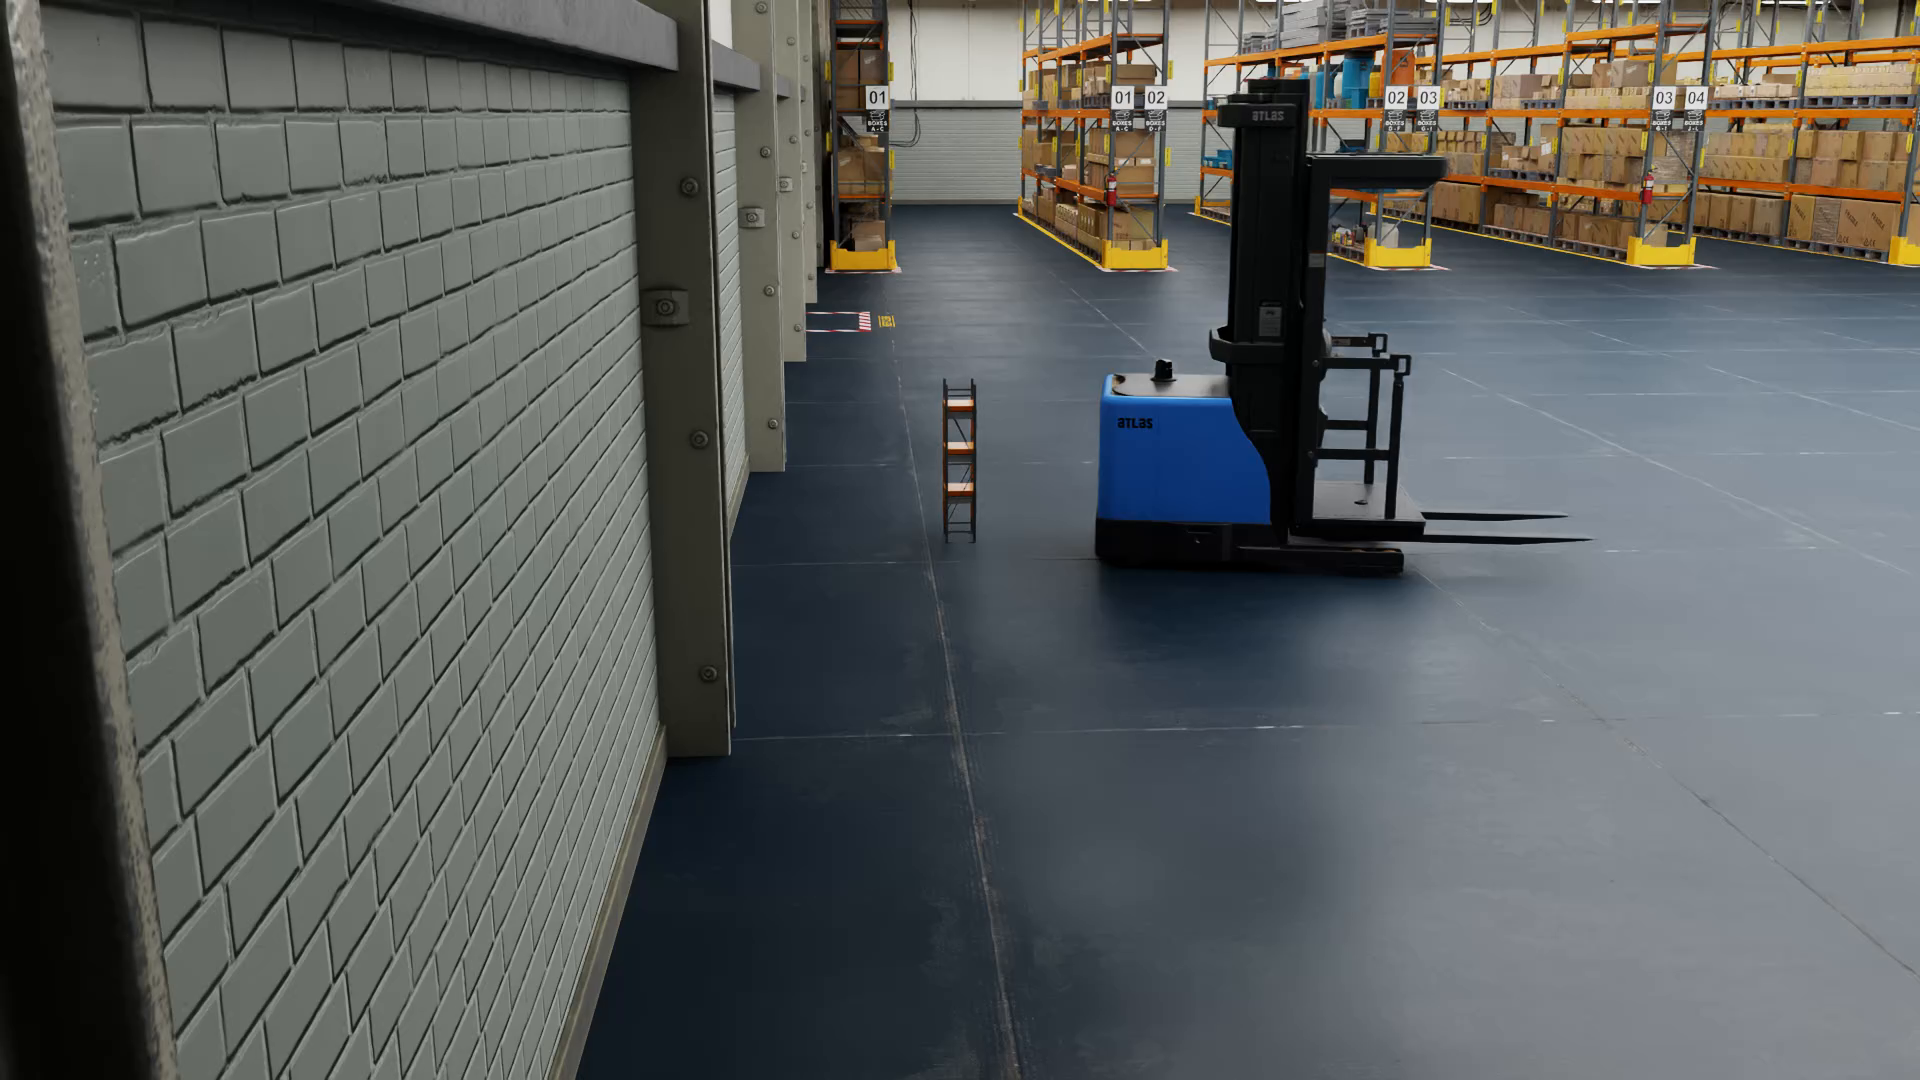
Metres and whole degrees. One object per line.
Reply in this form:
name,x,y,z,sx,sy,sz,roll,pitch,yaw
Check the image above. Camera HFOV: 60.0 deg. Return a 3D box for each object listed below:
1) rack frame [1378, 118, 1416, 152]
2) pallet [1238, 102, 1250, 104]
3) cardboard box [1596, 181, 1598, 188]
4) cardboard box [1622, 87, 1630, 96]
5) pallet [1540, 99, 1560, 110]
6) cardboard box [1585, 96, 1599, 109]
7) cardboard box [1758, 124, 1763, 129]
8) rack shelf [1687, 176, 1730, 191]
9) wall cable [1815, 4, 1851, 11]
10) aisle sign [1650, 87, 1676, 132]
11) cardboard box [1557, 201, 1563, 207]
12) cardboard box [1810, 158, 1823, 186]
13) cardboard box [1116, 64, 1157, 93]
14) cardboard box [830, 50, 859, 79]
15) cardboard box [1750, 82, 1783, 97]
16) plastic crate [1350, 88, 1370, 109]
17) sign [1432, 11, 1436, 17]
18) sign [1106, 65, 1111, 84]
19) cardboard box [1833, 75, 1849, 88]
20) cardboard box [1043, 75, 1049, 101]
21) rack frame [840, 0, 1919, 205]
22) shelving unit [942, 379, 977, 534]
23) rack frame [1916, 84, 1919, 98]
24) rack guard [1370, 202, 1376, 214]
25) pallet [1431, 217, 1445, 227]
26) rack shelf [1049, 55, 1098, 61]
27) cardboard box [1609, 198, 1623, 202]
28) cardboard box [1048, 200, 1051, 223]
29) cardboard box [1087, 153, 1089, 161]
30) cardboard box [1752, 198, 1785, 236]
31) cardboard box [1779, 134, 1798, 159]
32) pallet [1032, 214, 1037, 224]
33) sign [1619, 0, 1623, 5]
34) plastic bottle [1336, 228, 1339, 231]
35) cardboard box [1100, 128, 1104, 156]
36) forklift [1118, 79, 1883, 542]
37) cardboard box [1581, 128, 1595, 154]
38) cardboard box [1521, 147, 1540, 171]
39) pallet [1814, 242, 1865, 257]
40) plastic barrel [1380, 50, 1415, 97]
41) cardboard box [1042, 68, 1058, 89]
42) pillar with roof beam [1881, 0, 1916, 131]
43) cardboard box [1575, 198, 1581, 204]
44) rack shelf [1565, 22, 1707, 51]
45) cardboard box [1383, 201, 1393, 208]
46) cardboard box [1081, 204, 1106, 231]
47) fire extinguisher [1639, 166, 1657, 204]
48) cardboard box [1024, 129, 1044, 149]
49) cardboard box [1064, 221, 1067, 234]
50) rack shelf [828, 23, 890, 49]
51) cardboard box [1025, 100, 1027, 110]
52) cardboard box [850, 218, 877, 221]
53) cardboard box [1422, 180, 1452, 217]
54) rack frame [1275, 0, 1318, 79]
rack frame,12.078,-10.566,46.072,1.000,3.000,0.127,-1,14,-3
pallet,7.529,-10.663,40.807,1.213,0.211,1.003,-1,14,-3
cardboard box,12.702,-6.968,32.591,0.380,0.149,0.250,-1,14,-3
cardboard box,12.676,-8.419,31.209,0.380,0.149,0.250,-1,14,-3
pallet,12.890,-9.099,34.726,1.213,0.211,1.003,-1,14,-3
cardboard box,12.652,-8.591,32.676,0.500,0.250,0.500,-1,15,-6
cardboard box,21.780,-11.150,44.834,0.380,0.149,0.250,-1,14,-3
rack shelf,17.407,-8.777,40.562,1.077,0.370,4.000,-1,14,-3
wall cable,27.851,-17.819,51.060,2.988,3.039,0.133,-1,14,-3
aisle sign,12.774,-7.826,30.205,0.394,0.787,0.004,-1,14,-3
cardboard box,16.748,-9.305,46.050,0.380,0.149,0.250,-1,14,-2
cardboard box,17.870,-7.478,33.768,0.875,0.550,0.550,-1,14,-3
cardboard box,3.151,-8.352,30.115,0.797,0.503,0.637,0,14,0
cardboard box,-2.050,-8.456,29.603,0.500,0.500,0.500,0,14,-1
cardboard box,17.450,-9.727,35.927,0.500,0.311,0.500,-1,14,-5
plastic crate,7.707,-8.425,31.763,0.392,0.384,0.575,-1,14,-3
sign,11.771,-13.003,41.313,0.100,0.325,0.005,-1,14,-3
sign,2.640,-8.273,29.523,0.100,0.325,0.005,-1,14,-3
cardboard box,17.594,-9.032,32.751,0.500,0.250,0.500,-1,14,-4
cardboard box,2.396,-11.046,40.673,0.600,0.600,0.600,-2,15,-9
rack frame,7.621,-10.038,37.613,20.791,5.808,16.191,-1,14,-3
shelving unit,-0.003,-0.522,10.948,0.215,1.050,0.249,-1,14,-3
rack frame,18.026,-9.544,30.059,1.000,3.000,0.127,-1,14,-3
rack guard,12.077,-9.361,46.407,1.175,0.500,0.348,-1,14,-3
pallet,12.449,-8.030,41.812,1.003,0.211,1.213,-1,14,-3
rack shelf,2.562,-11.354,39.056,0.831,0.071,3.687,-1,14,-3
cardboard box,17.001,-8.818,42.963,0.380,0.149,0.250,0,14,-2
cardboard box,2.362,-7.785,39.396,0.500,0.500,0.500,-1,14,-5
cardboard box,2.757,-7.722,33.518,0.380,0.149,0.250,-1,14,-4
cardboard box,17.650,-6.900,35.496,1.050,0.750,0.750,-1,14,-4
cardboard box,17.742,-8.289,35.016,0.700,0.500,0.500,-1,14,-4
pallet,2.397,-8.239,42.627,1.003,0.211,1.213,-1,14,-3
sign,13.364,-10.981,33.614,0.100,0.325,0.005,-1,14,-3
plastic bottle,7.572,-6.107,33.334,0.097,0.271,0.097,0,14,0
cardboard box,3.061,-7.622,31.824,0.700,0.500,0.500,-1,14,-3
forklift,14.812,-6.807,31.151,23.140,3.159,46.598,2,15,6
cardboard box,12.659,-7.894,32.882,0.500,0.500,0.500,-1,14,-3
cardboard box,12.622,-8.265,36.078,0.797,0.503,0.637,1,14,2
pallet,17.826,-5.788,33.099,1.003,0.211,1.213,-1,14,-3
plastic barrel,7.969,-8.493,30.292,0.600,0.830,0.708,-1,14,-3
cardboard box,2.370,-11.525,41.572,0.700,0.500,0.500,-1,14,-3
pillar with roof beam,23.359,-14.320,48.623,9.100,9.000,0.400,-1,14,-3
cardboard box,16.894,-9.191,45.012,0.380,0.149,0.250,-2,15,-6
rack shelf,12.946,-9.640,31.883,1.077,0.370,4.000,-1,14,-3
cardboard box,12.198,-9.582,45.671,0.875,0.875,0.875,-1,14,-3
cardboard box,2.689,-6.420,33.129,0.500,0.500,0.500,-1,14,-3
fire extinguisher,12.617,-6.514,30.478,0.296,0.674,0.183,-1,14,-3
cardboard box,1.995,-10.702,44.395,0.500,0.500,0.500,-1,14,-3
cardboard box,2.527,-6.780,36.032,0.500,0.250,0.500,-1,14,-2
rack shelf,-1.886,-9.410,30.991,1.077,0.370,4.000,-1,14,-3
cardboard box,1.987,-11.538,44.131,0.500,0.250,0.500,-1,14,-3
cardboard box,-1.906,-6.097,32.837,0.500,0.500,0.500,-2,15,-8
cardboard box,12.386,-8.587,41.801,1.225,0.875,0.875,-1,14,-3
rack frame,7.630,-11.405,37.295,1.000,3.000,0.127,-1,14,-3
